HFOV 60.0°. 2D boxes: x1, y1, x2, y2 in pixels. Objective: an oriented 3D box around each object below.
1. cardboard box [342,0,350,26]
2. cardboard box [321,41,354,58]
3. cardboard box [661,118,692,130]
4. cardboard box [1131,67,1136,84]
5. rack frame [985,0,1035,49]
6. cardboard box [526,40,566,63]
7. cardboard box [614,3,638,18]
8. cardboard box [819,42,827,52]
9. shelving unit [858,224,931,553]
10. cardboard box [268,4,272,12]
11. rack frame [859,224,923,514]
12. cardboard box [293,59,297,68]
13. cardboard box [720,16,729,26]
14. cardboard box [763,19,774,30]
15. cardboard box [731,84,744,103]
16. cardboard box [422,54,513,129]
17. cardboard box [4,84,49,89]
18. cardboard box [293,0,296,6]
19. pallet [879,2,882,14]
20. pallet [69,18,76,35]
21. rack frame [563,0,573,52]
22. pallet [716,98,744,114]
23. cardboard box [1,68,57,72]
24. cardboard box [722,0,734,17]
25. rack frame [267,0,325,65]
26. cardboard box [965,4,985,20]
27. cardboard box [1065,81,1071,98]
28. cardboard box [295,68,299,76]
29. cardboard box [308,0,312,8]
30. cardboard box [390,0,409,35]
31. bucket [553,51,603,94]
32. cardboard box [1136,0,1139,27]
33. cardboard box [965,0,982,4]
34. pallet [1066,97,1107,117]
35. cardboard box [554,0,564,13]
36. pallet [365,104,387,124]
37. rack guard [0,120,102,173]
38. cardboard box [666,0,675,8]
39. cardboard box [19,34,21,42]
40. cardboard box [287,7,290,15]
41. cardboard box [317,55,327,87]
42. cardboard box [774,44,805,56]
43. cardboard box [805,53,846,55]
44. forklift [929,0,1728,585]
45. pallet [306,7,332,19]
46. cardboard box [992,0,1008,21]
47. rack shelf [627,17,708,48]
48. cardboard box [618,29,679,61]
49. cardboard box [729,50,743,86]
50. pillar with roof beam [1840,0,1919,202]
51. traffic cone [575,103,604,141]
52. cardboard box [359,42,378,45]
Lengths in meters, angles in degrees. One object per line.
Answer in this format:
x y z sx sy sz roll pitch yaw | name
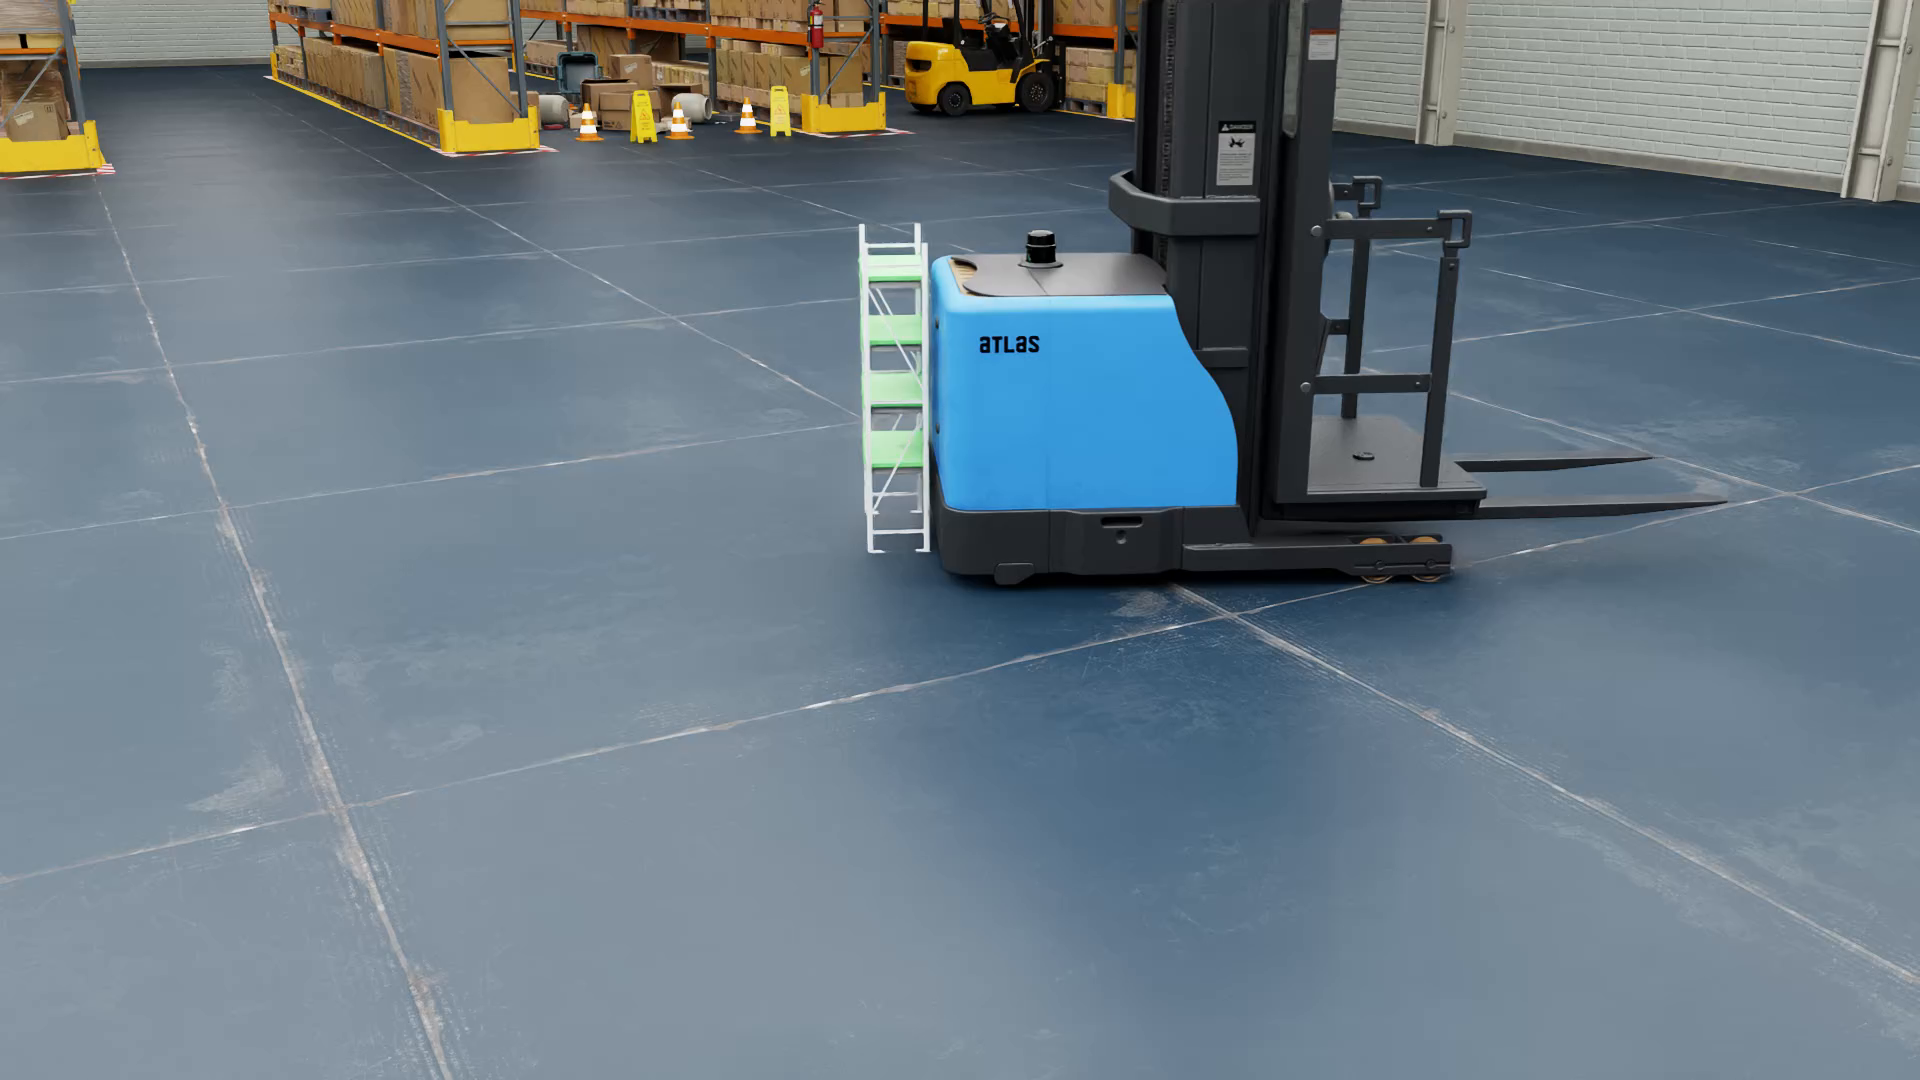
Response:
-9.227 -8.207 25.662 0.500 0.500 0.500 -10 21 -27 | cardboard box
-10.490 -8.291 28.098 0.500 0.250 0.500 -10 21 -26 | cardboard box
-3.978 -5.835 23.313 0.380 0.149 0.250 1 19 2 | cardboard box
2.748 -7.192 25.679 0.500 0.250 0.500 -10 21 -26 | cardboard box
0.889 -9.038 28.224 1.000 3.000 0.127 -10 21 -27 | rack frame
-8.775 -10.526 35.821 0.875 0.438 0.875 -11 22 -28 | cardboard box
-5.846 -9.450 29.649 0.500 0.250 0.500 -11 22 -29 | cardboard box
-2.617 -10.026 34.277 0.500 0.500 0.500 -10 22 -27 | cardboard box
-0.258 -0.600 6.530 0.258 1.200 0.503 -1 19 -4 | shelving unit
-13.619 -10.654 33.294 0.380 0.149 0.250 -10 21 -27 | cardboard box
-0.277 -0.679 6.760 0.240 1.200 0.015 -1 19 -4 | rack frame
-12.296 -8.951 31.244 0.380 0.149 0.250 -11 22 -29 | cardboard box
-3.445 -7.944 25.441 0.380 0.149 0.250 -9 21 -25 | cardboard box
-2.613 -7.431 23.954 0.380 0.149 0.250 -10 22 -27 | cardboard box
-3.172 -6.804 25.322 0.500 0.250 0.500 -9 21 -24 | cardboard box
-6.267 -5.702 21.172 0.875 0.875 0.875 -10 21 -26 | cardboard box
-12.044 -5.629 21.533 0.500 0.500 0.500 -11 22 -28 | cardboard box
-11.551 -9.513 29.343 0.380 0.149 0.250 -10 21 -26 | cardboard box
-1.394 -10.279 32.116 1.213 0.211 1.003 -10 21 -27 | pallet
-12.434 -6.884 22.277 1.003 0.211 1.213 -10 21 -27 | pallet
-7.277 -10.564 32.648 1.000 3.000 0.127 -10 21 -27 | rack frame
-3.128 -6.762 25.905 1.003 0.211 1.213 -10 21 -27 | pallet
-13.763 -6.718 24.660 0.700 0.500 0.500 -11 22 -30 | cardboard box
-3.255 -8.146 25.030 0.500 0.500 0.500 -10 21 -27 | cardboard box
-13.484 -10.917 33.670 1.000 3.000 0.127 -10 21 -27 | rack frame
0.419 -9.071 28.551 0.500 0.250 0.500 -9 21 -25 | cardboard box
1.830 -7.163 26.364 0.500 0.250 0.500 -10 21 -26 | cardboard box
-12.303 -8.833 31.357 0.380 0.149 0.250 -11 22 -28 | cardboard box
-10.678 -8.988 27.821 0.380 0.149 0.250 -10 22 -27 | cardboard box
-7.166 -7.111 22.411 0.875 0.550 0.550 -10 21 -27 | cardboard box
-5.692 -6.961 24.895 0.726 0.611 0.620 -3 9 -8 | bucket
2.798 -8.122 25.417 0.500 0.500 0.500 -9 21 -25 | cardboard box
0.431 -9.304 28.461 0.500 0.250 0.500 -10 22 -28 | cardboard box
2.388 -6.784 25.969 1.003 0.211 1.213 -10 21 -27 | pallet
-7.722 -10.705 32.903 0.500 0.500 0.500 -10 21 -26 | cardboard box
-8.219 -6.364 24.750 1.003 0.211 1.213 -10 21 -27 | pallet
-10.336 -4.425 18.688 1.175 0.500 0.348 -10 21 -27 | rack guard
-4.662 -8.902 27.573 0.380 0.149 0.250 -9 21 -25 | cardboard box
-11.086 -5.804 19.237 0.380 0.149 0.250 -10 21 -27 | cardboard box
-12.475 -9.990 31.368 0.380 0.149 0.250 -11 22 -29 | cardboard box
-10.737 -8.085 28.650 0.500 0.500 0.500 -11 22 -29 | cardboard box
-2.422 -6.964 23.642 0.380 0.149 0.250 -9 21 -25 | cardboard box
-1.982 -6.803 24.171 0.500 0.500 0.500 -11 22 -29 | cardboard box
1.415 -1.395 6.181 3.031 2.935 1.130 -1 19 -4 | forklift
-10.661 -9.092 28.674 1.003 0.211 1.213 -10 21 -27 | pallet
0.870 -8.917 27.722 0.500 0.500 0.500 -11 22 -28 | cardboard box
-4.427 -8.502 27.774 1.077 0.370 4.000 -10 21 -27 | rack shelf
-5.632 -8.821 30.211 0.875 0.875 0.875 -10 22 -27 | cardboard box
-3.170 -7.158 25.199 0.500 0.500 0.500 -9 21 -24 | cardboard box
5.161 -6.953 12.986 9.100 9.000 0.400 -10 21 -27 | pillar with roof beam
-4.889 -5.497 21.852 0.336 0.463 0.334 -10 21 -27 | traffic cone
-9.800 -8.227 27.914 0.500 0.250 0.500 -11 22 -29 | cardboard box
